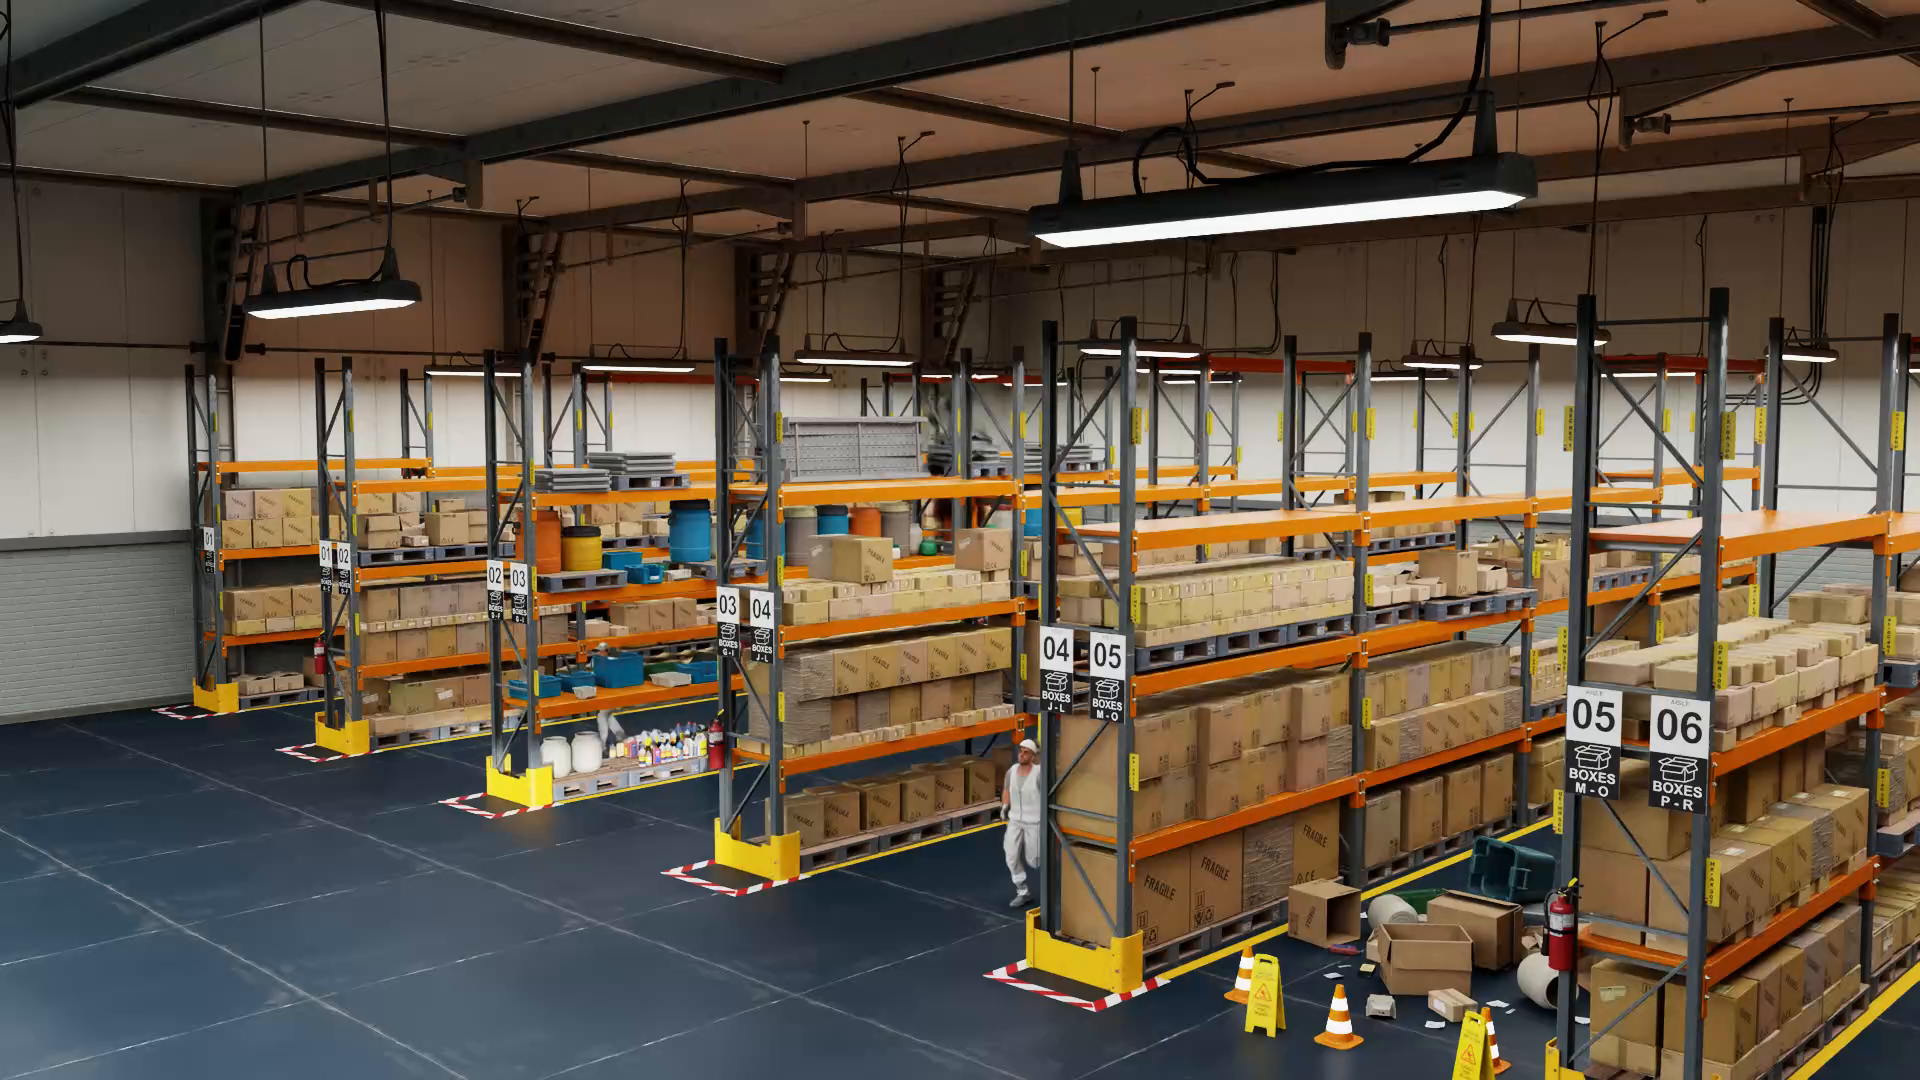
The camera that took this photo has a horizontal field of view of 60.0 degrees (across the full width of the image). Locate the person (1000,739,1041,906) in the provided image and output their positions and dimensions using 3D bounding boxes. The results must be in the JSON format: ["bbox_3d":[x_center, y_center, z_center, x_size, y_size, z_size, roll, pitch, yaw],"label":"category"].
[{"bbox_3d":[0.730,2.965,17.612,0.676,1.721,0.675,2,5,27],"label":"person"}]

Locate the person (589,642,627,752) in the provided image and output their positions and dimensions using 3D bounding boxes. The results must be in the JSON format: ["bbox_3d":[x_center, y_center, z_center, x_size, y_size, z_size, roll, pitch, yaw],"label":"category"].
[{"bbox_3d":[-5.368,2.407,25.262,0.594,1.712,0.826,3,5,37],"label":"person"}]
